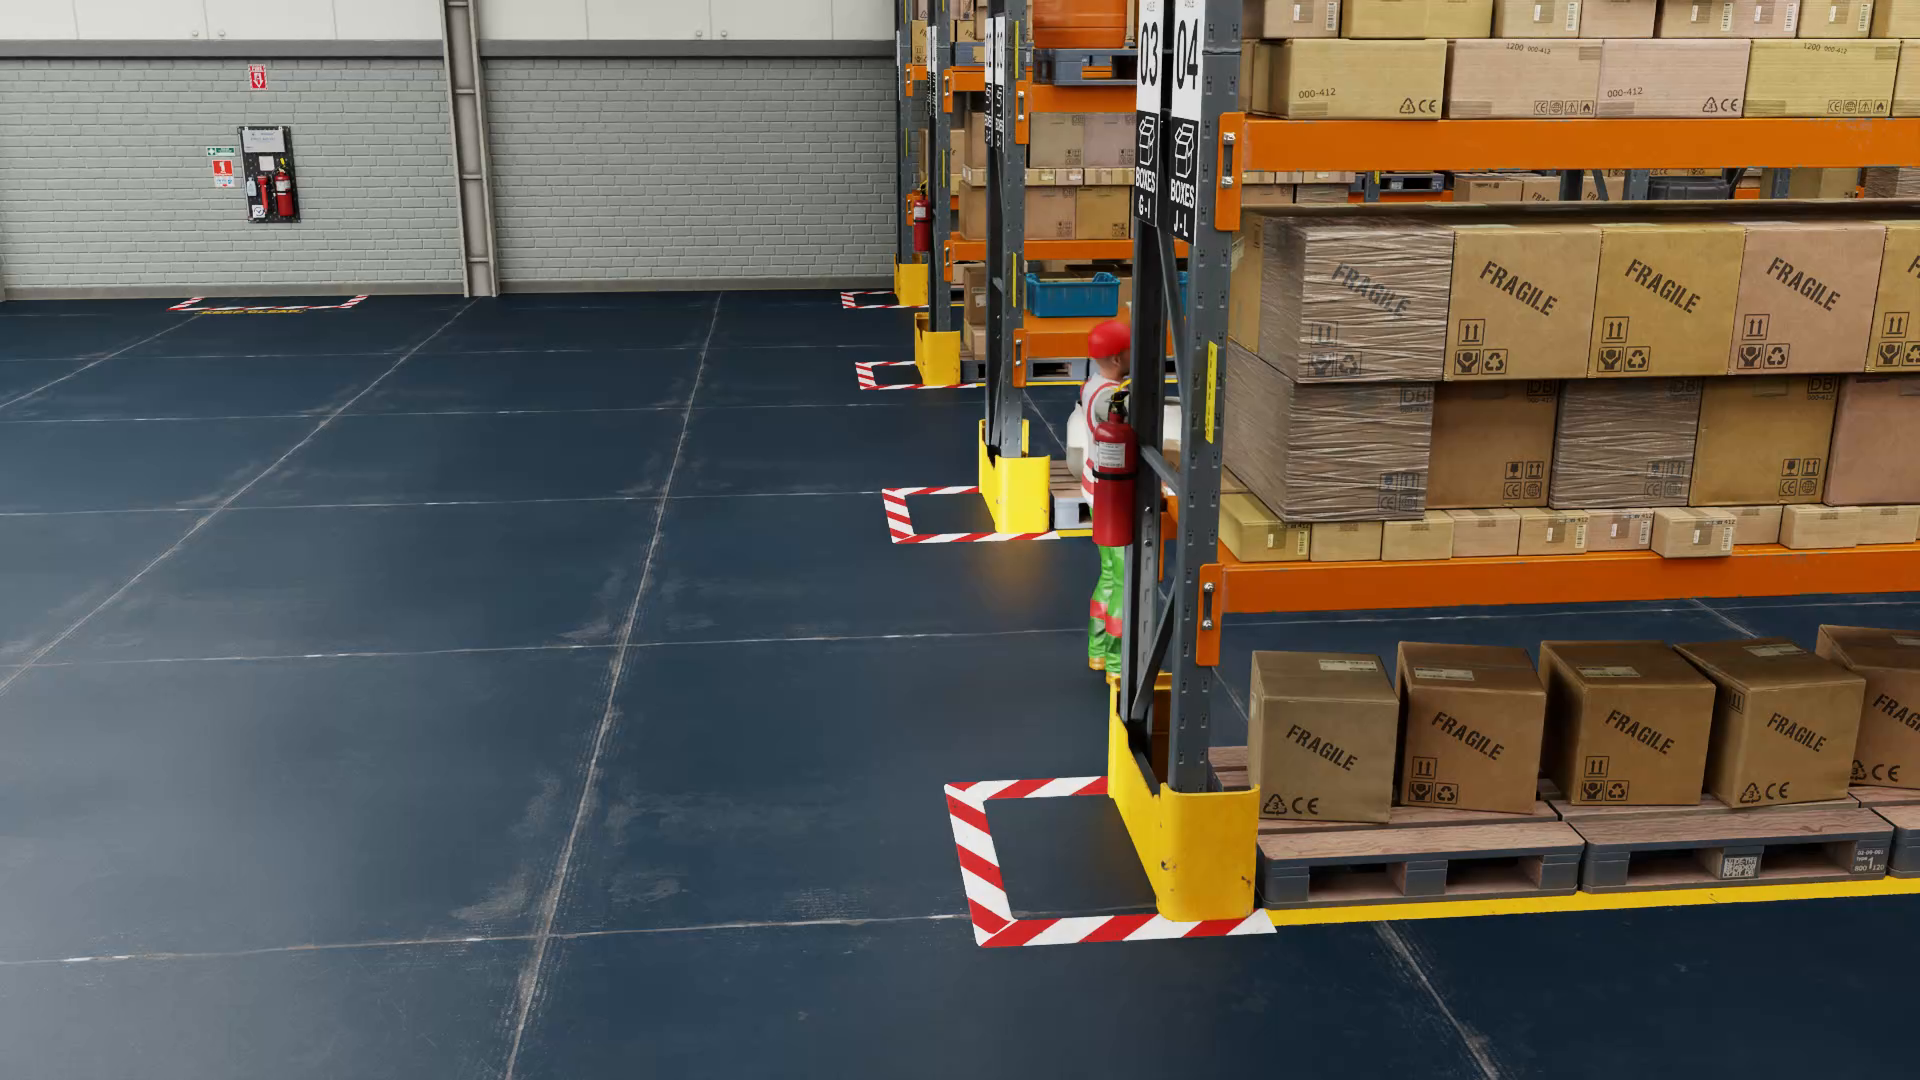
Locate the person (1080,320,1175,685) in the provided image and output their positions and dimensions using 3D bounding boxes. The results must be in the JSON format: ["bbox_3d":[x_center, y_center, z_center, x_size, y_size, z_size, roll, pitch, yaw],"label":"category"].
[{"bbox_3d":[0.869,-0.182,8.115,0.554,1.784,0.473,-1,17,-5],"label":"person"}]
